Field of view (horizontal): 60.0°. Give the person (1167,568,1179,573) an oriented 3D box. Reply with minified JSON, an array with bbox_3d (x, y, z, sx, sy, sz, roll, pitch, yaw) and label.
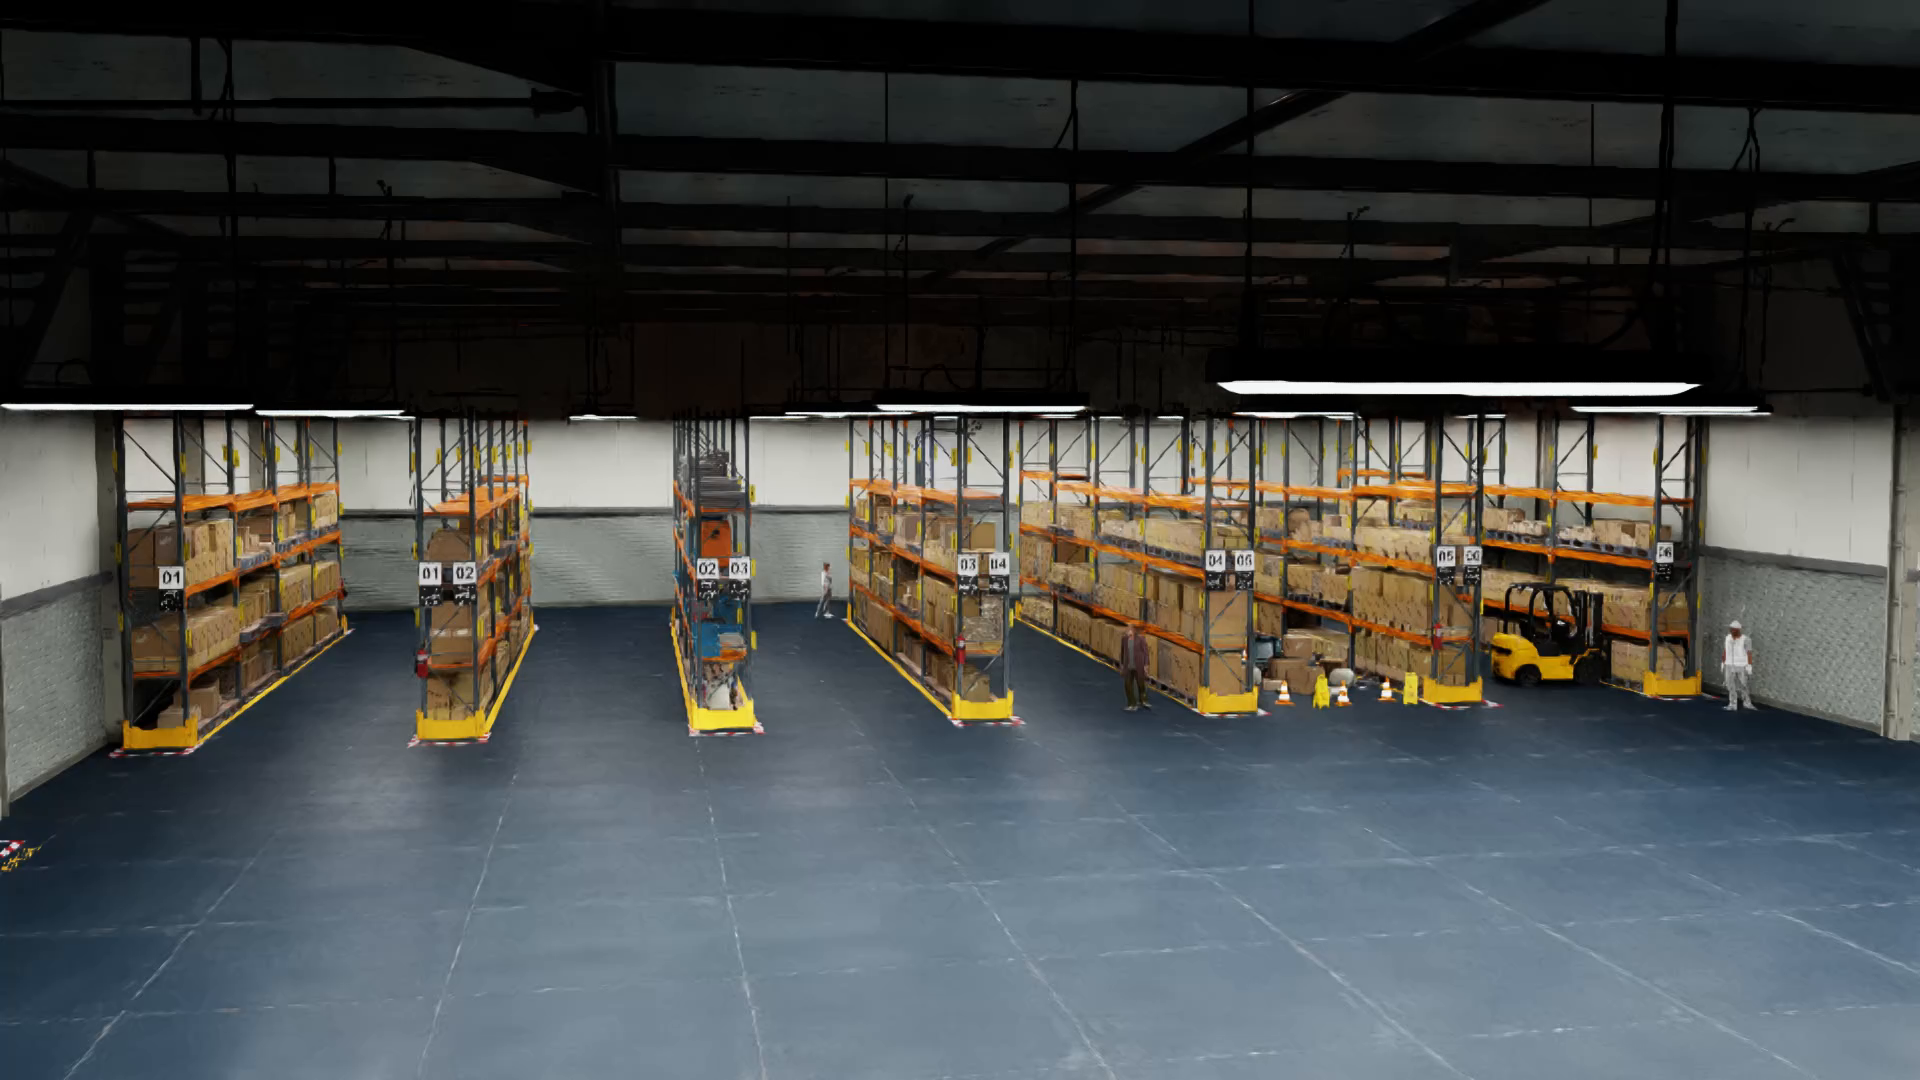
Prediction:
[{"bbox_3d":[6.637,1.308,50.707,0.499,1.636,0.714,-3,5,-35],"label":"person"}]

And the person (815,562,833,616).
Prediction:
[{"bbox_3d":[-4.018,1.458,48.888,0.425,1.594,0.586,2,4,24],"label":"person"}]

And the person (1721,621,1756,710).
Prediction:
[{"bbox_3d":[15.496,2.490,33.113,0.548,1.779,0.655,-3,5,-39],"label":"person"}]

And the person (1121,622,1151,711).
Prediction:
[{"bbox_3d":[3.490,2.496,33.045,0.614,1.768,0.630,2,4,25],"label":"person"}]
